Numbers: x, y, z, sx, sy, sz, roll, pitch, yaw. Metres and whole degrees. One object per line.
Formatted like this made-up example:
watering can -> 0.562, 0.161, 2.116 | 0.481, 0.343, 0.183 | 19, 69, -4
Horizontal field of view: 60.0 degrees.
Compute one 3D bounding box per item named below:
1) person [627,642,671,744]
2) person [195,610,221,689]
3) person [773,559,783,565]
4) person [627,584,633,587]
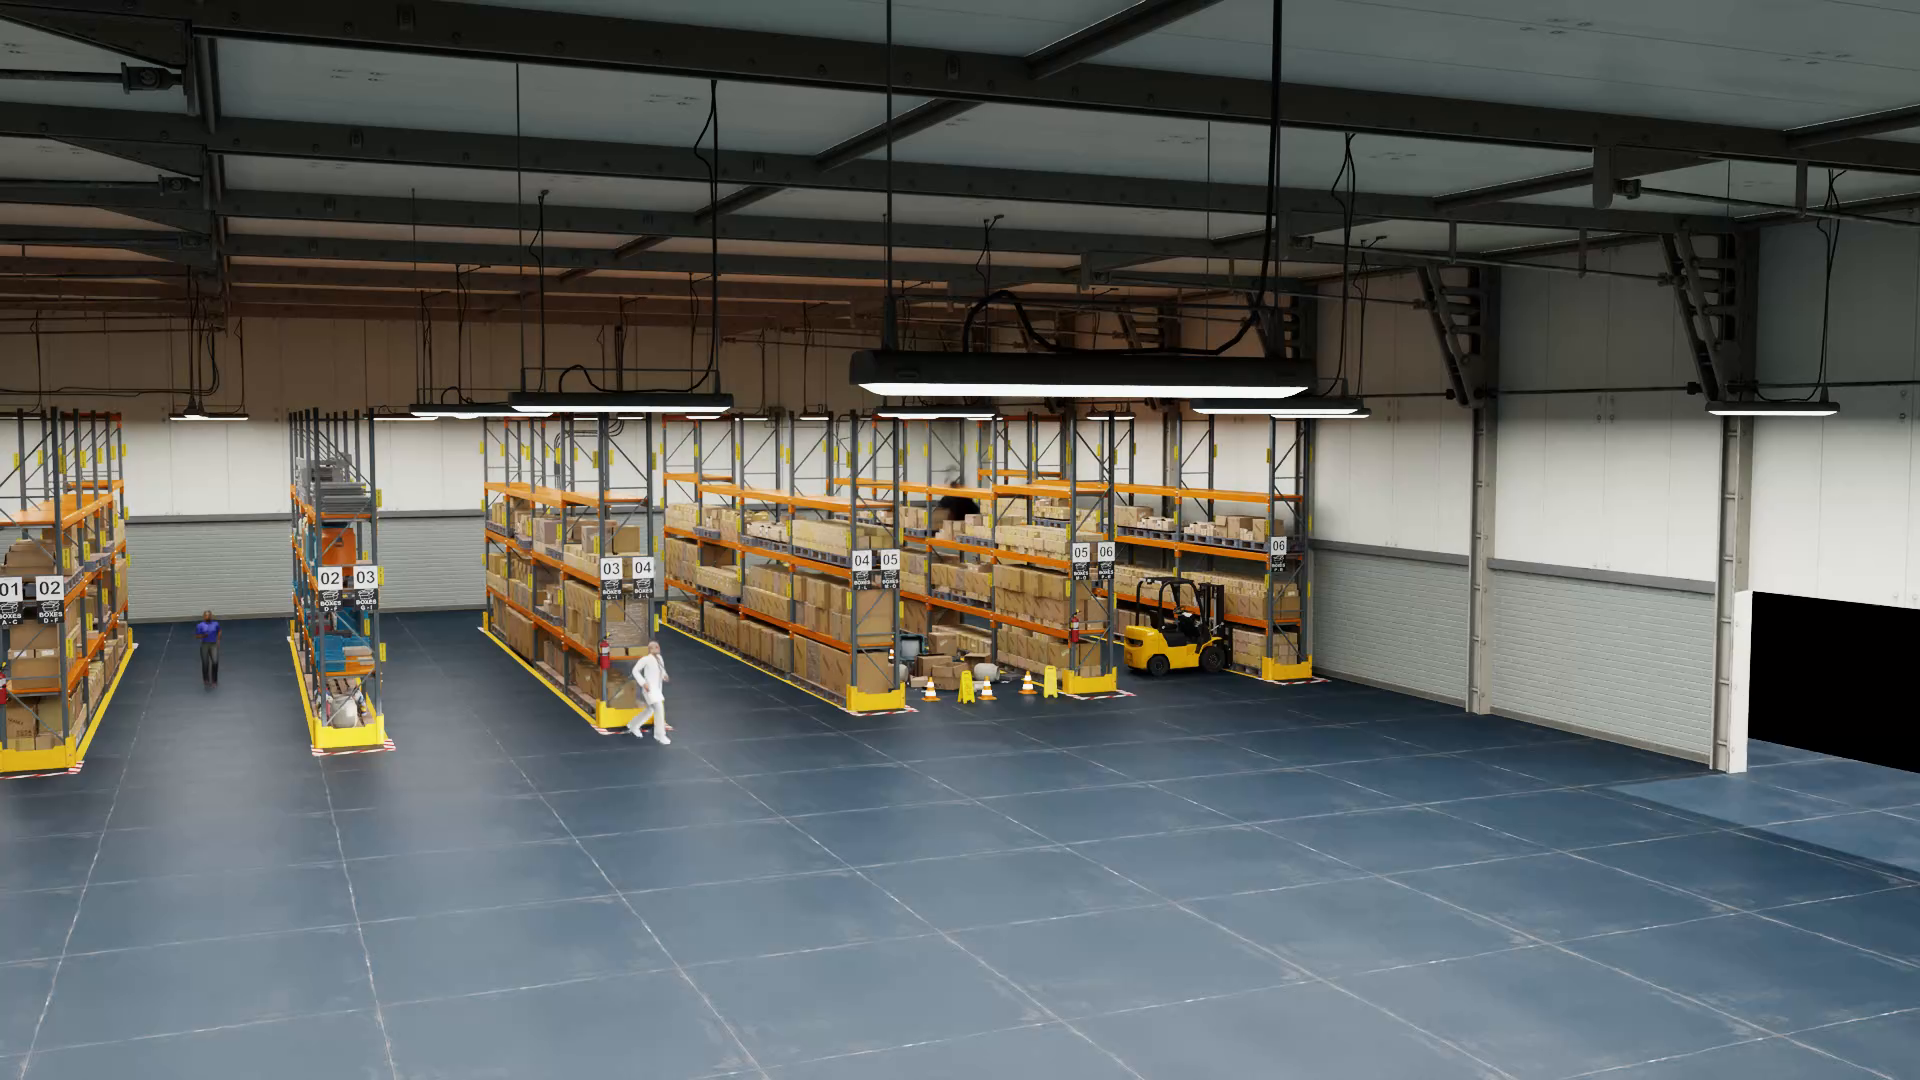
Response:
person -> -5.562, 2.733, 29.985 | 0.888, 1.820, 0.720 | 1, 4, 16
person -> -16.266, 2.377, 36.026 | 0.556, 1.715, 0.714 | -2, 5, -31
person -> -5.247, 1.360, 50.764 | 0.931, 1.664, 0.698 | -1, 4, -16
person -> -9.722, 1.641, 47.370 | 0.868, 1.606, 0.539 | 1, 4, 15
